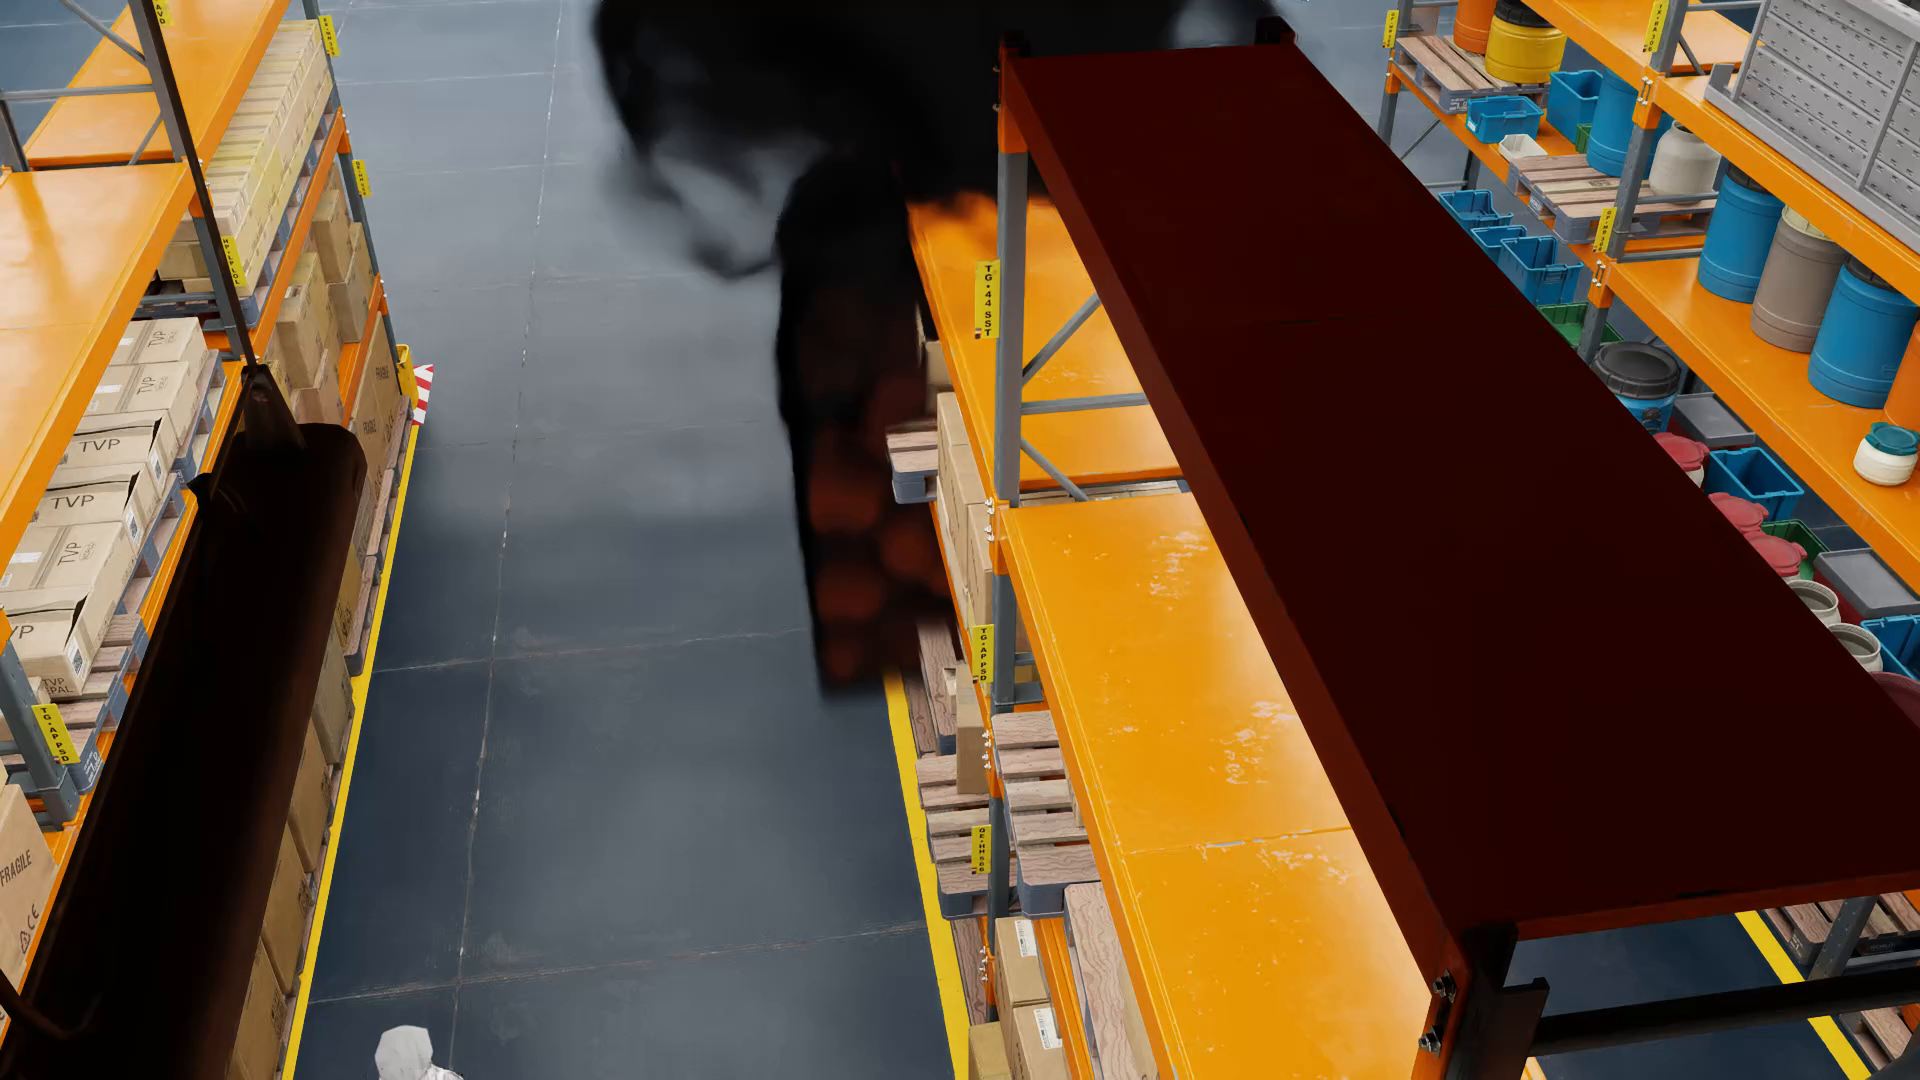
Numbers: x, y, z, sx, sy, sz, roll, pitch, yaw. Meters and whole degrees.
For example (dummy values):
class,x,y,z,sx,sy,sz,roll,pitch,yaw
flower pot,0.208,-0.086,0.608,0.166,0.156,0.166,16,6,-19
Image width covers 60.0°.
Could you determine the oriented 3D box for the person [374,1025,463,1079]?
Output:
class,x,y,z,sx,sy,sz,roll,pitch,yaw
person,-2.433,2.814,7.736,0.555,1.661,0.486,-1,36,-2
